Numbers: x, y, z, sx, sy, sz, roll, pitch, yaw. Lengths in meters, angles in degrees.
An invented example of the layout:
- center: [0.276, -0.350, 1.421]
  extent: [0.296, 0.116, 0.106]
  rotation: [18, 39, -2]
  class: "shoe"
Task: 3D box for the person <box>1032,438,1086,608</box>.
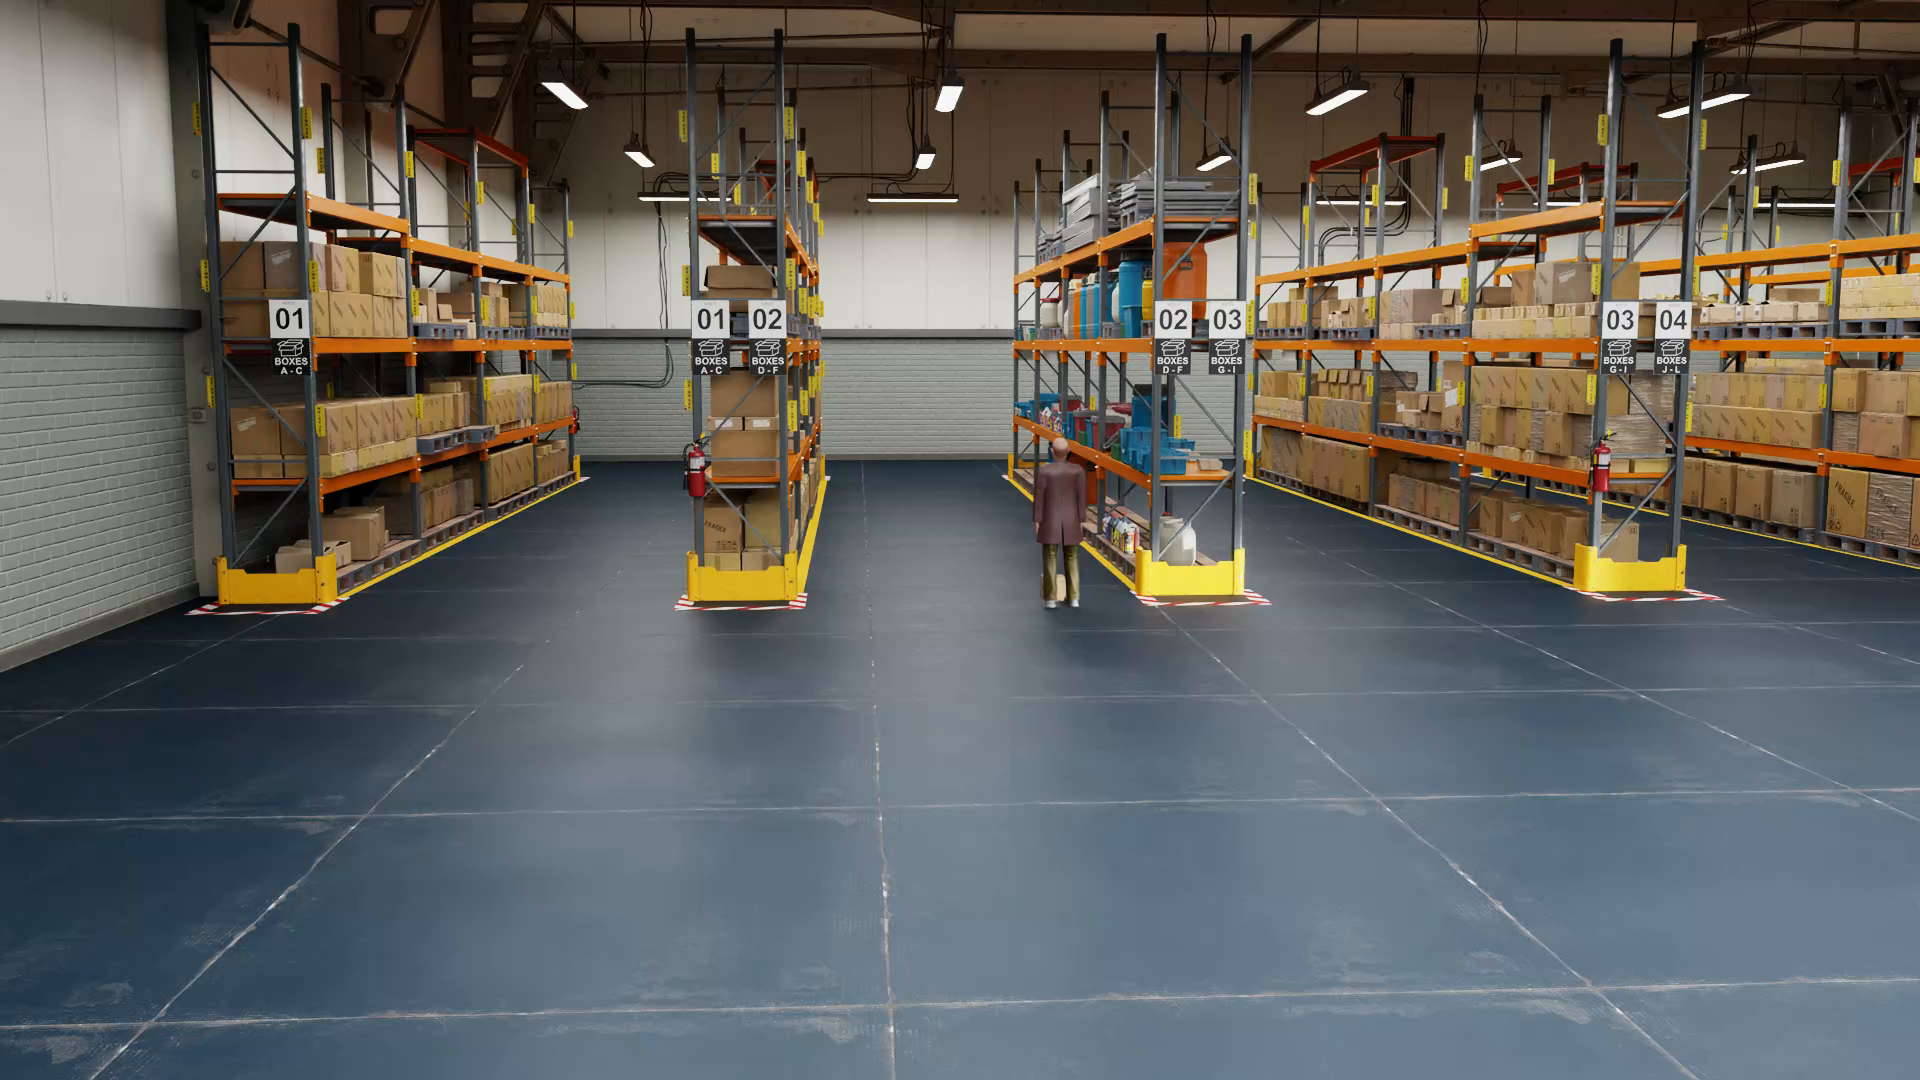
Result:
- center: [1.033, -0.181, 17.386]
  extent: [0.561, 1.783, 0.418]
  rotation: [0, 7, -3]
  class: "person"
